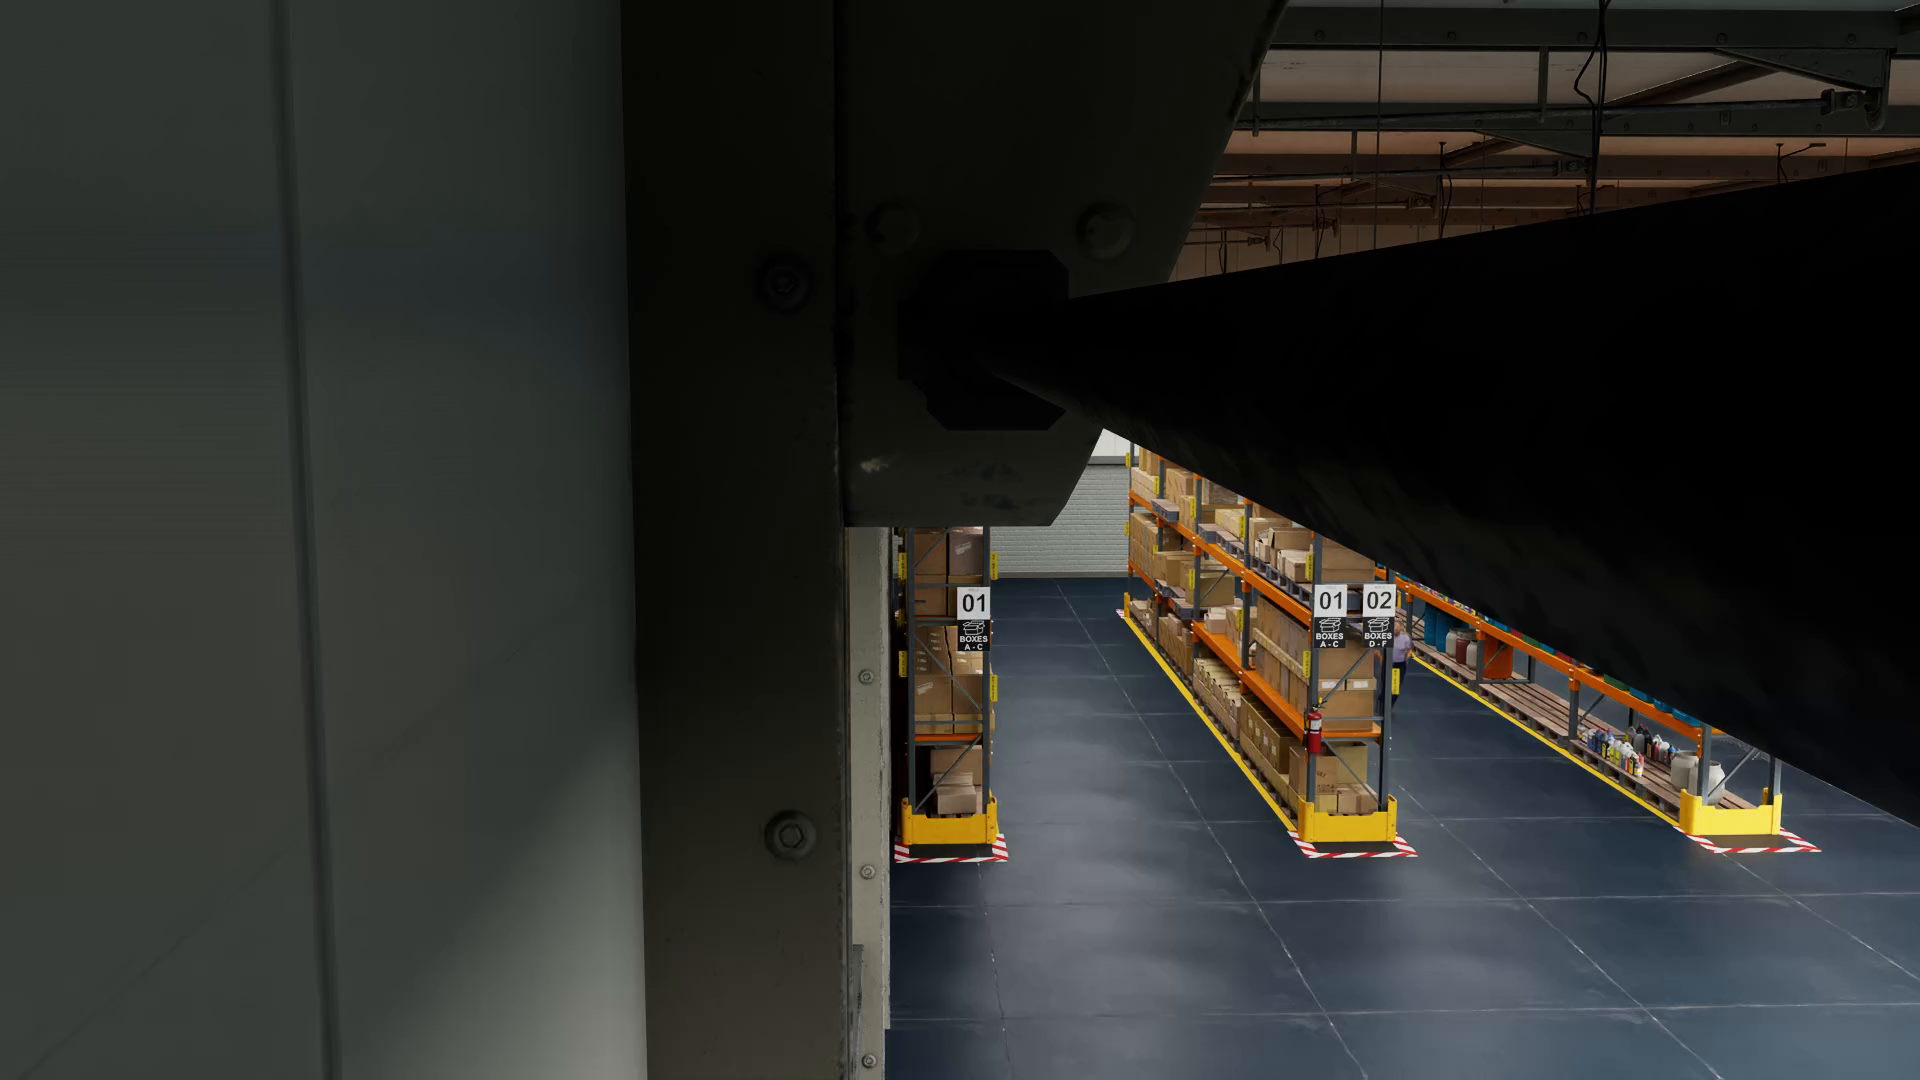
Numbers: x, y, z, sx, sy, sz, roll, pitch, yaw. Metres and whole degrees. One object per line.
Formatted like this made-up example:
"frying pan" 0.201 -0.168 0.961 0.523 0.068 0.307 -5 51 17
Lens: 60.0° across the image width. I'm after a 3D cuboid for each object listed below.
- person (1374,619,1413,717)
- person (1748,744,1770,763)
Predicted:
"person" 7.035 2.096 26.879 0.580 1.638 0.622 -1 7 -4
"person" 11.859 2.412 24.163 0.648 1.697 0.630 -1 7 -11
